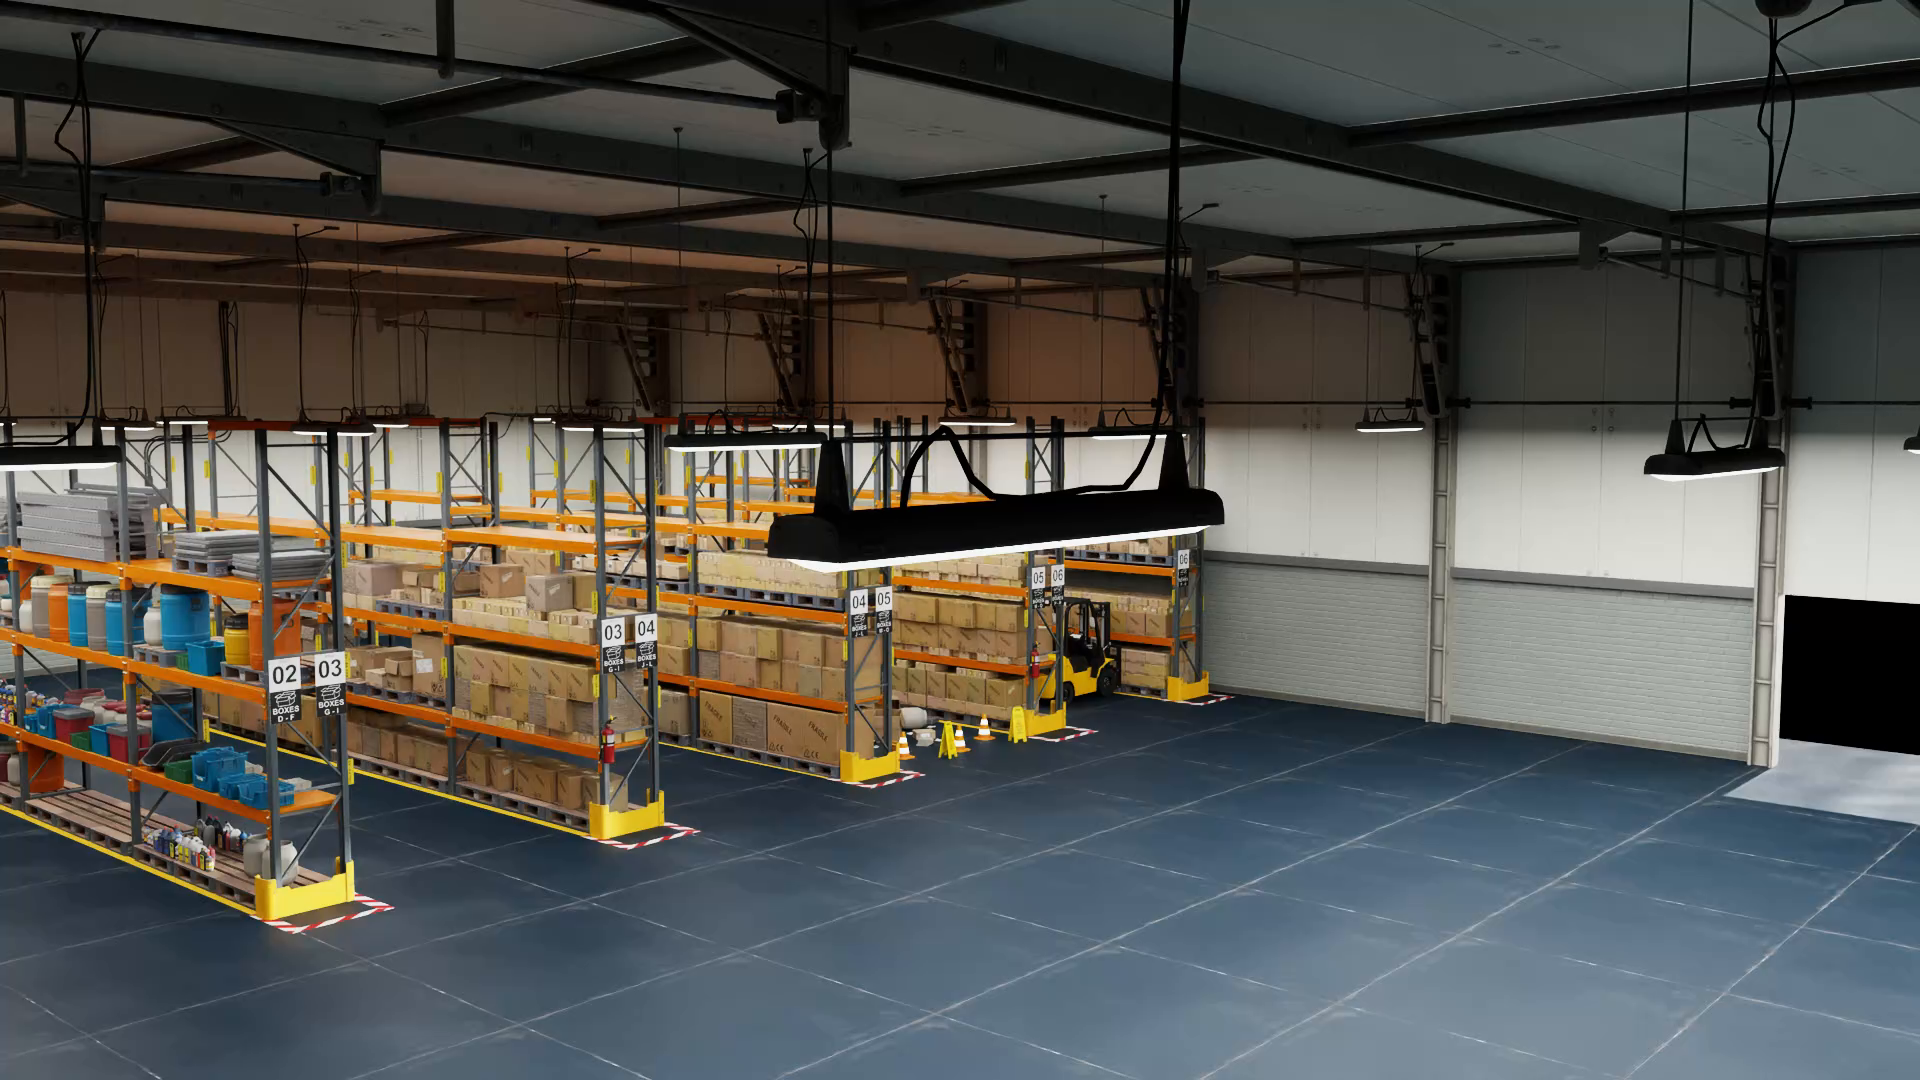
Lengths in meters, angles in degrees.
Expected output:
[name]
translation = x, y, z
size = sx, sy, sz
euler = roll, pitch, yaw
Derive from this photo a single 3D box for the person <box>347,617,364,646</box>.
[person]
translation = -14.880, 2.067, 41.226
size = 0.550, 1.647, 0.921
euler = -4, 7, -43
